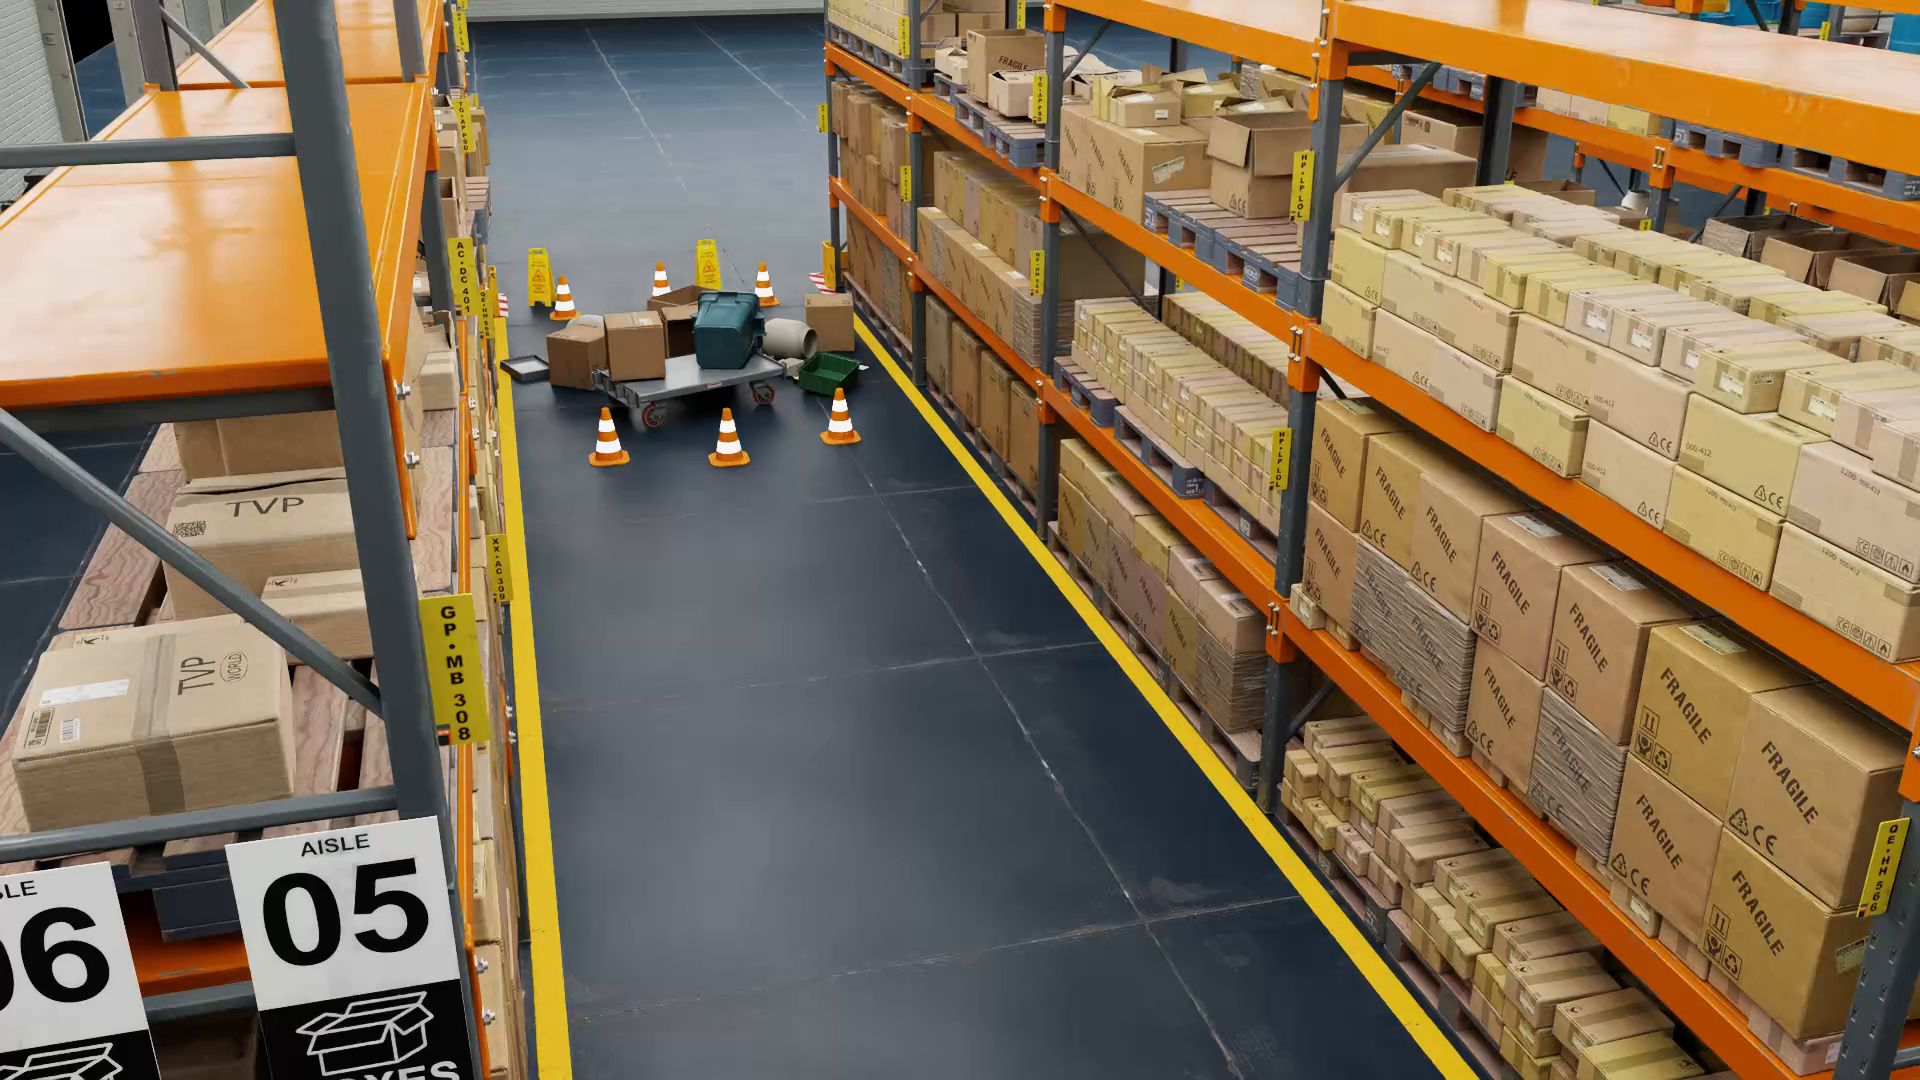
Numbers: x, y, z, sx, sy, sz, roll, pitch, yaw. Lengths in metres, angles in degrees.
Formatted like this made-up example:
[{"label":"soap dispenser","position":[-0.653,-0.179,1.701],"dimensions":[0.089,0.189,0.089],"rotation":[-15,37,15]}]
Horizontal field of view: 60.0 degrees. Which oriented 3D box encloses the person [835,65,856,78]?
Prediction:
[{"label":"person","position":[-0.606,-0.570,8.953],"dimensions":[5.811,2.357,21.904],"rotation":[-6,24,-14]}]
